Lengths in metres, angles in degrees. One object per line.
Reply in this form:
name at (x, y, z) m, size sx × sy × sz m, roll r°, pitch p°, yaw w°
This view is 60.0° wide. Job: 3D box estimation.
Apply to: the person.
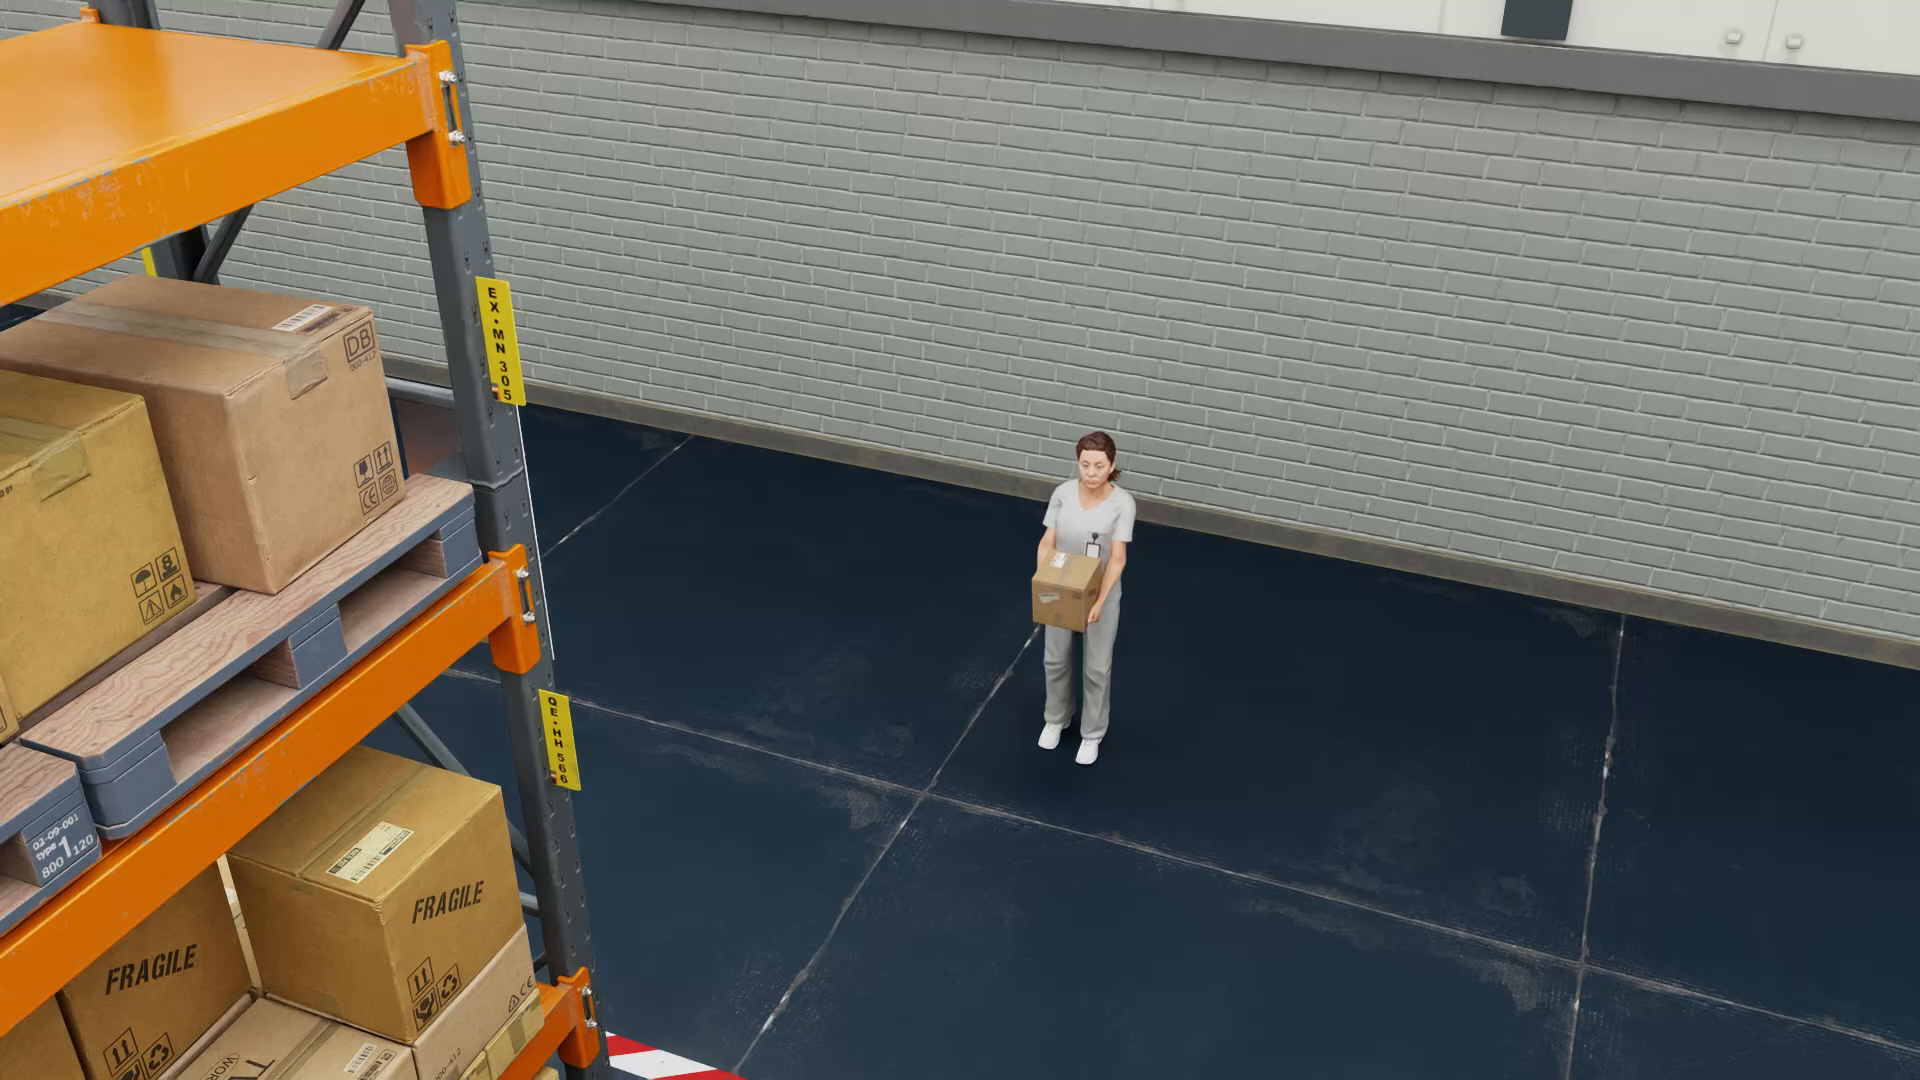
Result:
person at (0.571, 0.297, 7.885) m, size 0.434 × 1.667 × 0.548 m, roll 12°, pitch 32°, yaw 19°
